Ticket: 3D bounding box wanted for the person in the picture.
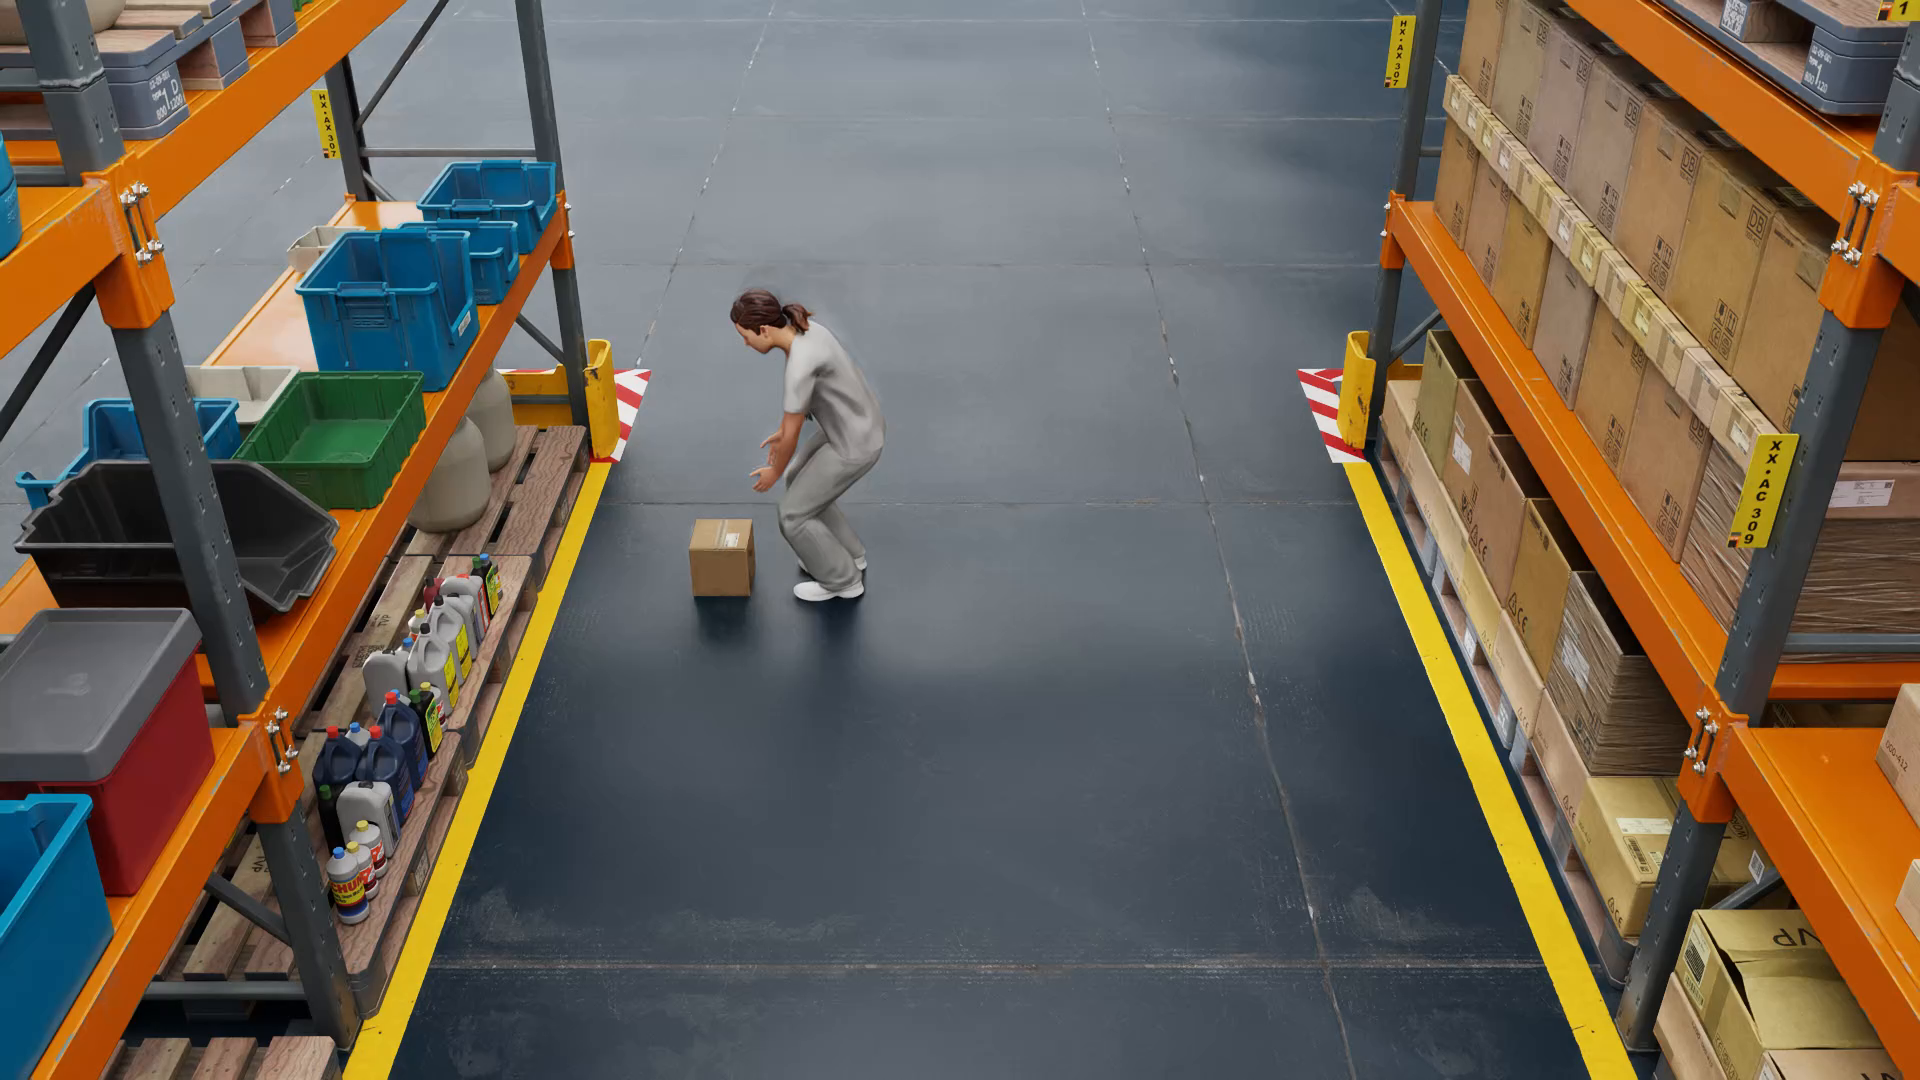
[{"bbox_3d":[-0.620,-0.399,7.037,0.616,1.417,0.490,0,32,0],"label":"person"}]
